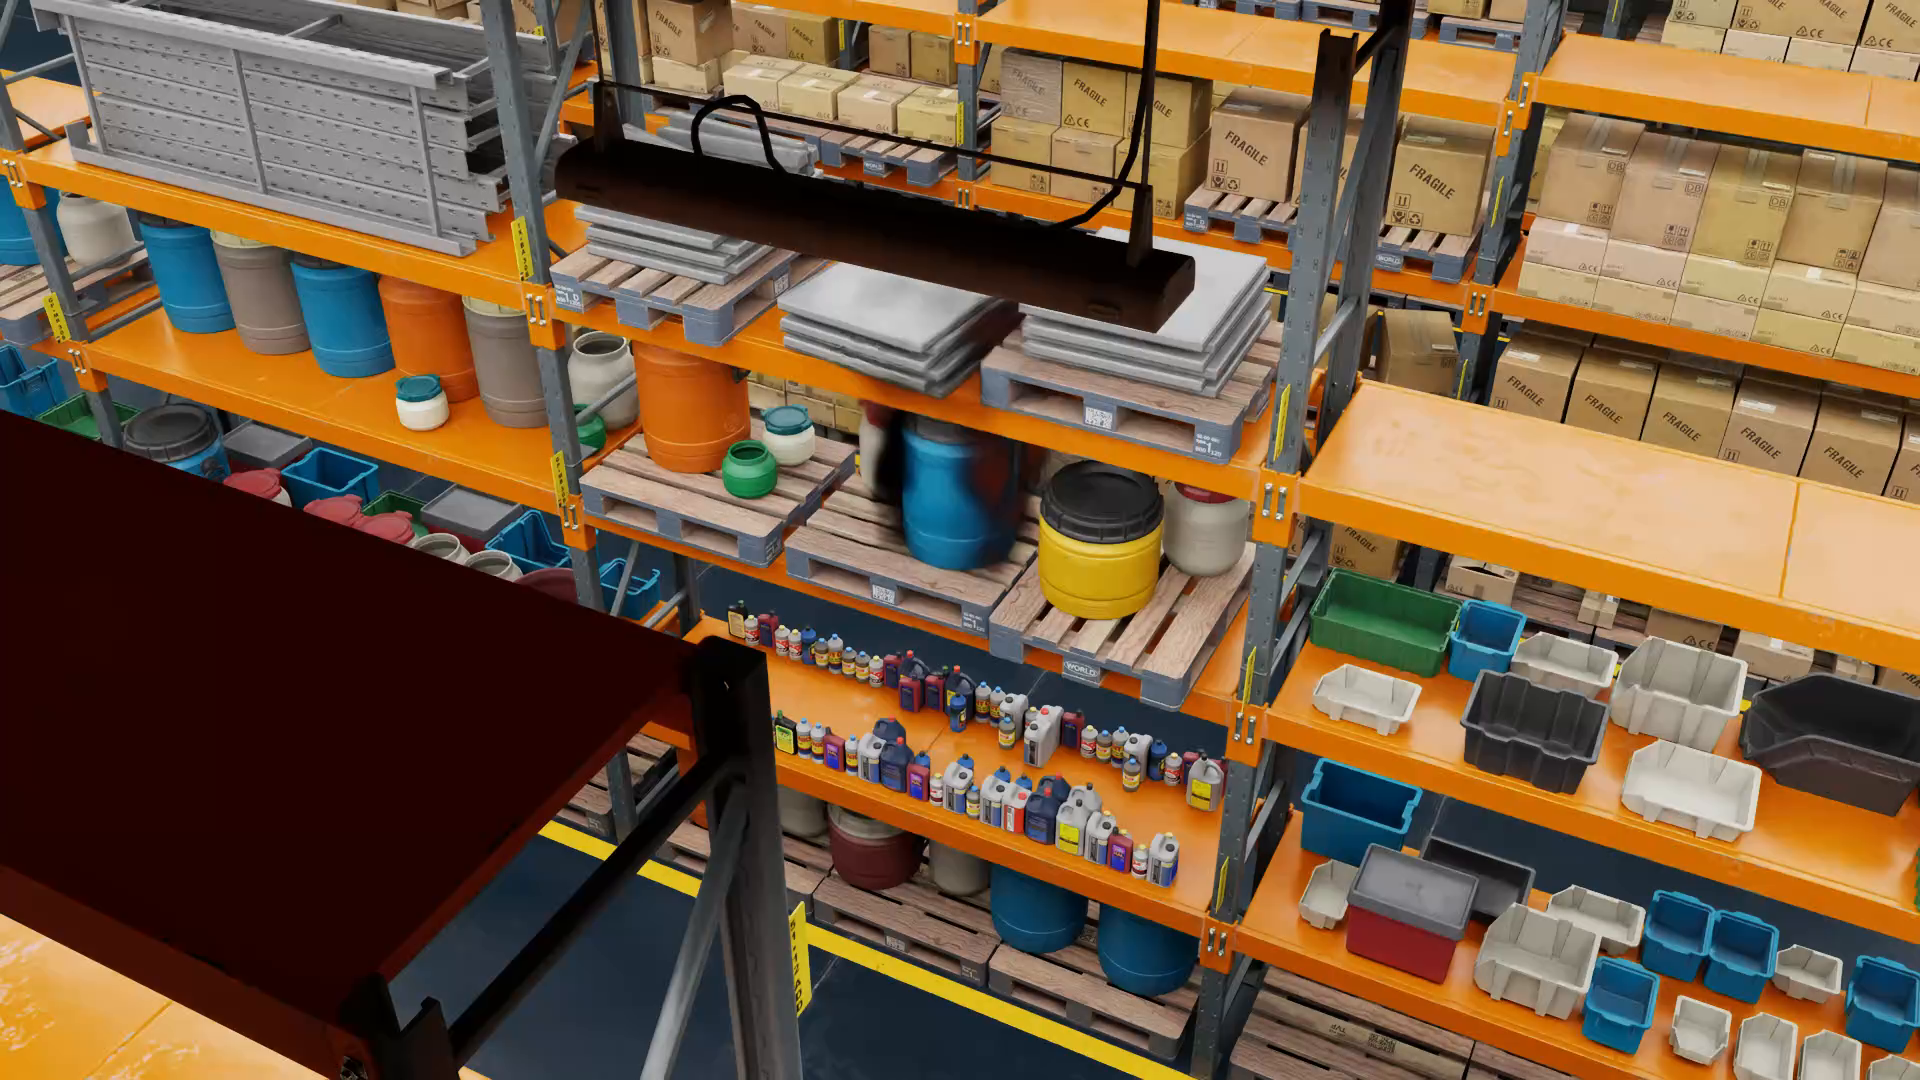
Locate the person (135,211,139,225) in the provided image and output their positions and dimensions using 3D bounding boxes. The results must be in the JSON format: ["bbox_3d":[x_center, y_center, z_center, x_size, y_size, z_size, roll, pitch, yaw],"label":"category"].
[{"bbox_3d":[-8.257,-3.484,17.337,0.494,1.746,1.026,21,40,27],"label":"person"}]
